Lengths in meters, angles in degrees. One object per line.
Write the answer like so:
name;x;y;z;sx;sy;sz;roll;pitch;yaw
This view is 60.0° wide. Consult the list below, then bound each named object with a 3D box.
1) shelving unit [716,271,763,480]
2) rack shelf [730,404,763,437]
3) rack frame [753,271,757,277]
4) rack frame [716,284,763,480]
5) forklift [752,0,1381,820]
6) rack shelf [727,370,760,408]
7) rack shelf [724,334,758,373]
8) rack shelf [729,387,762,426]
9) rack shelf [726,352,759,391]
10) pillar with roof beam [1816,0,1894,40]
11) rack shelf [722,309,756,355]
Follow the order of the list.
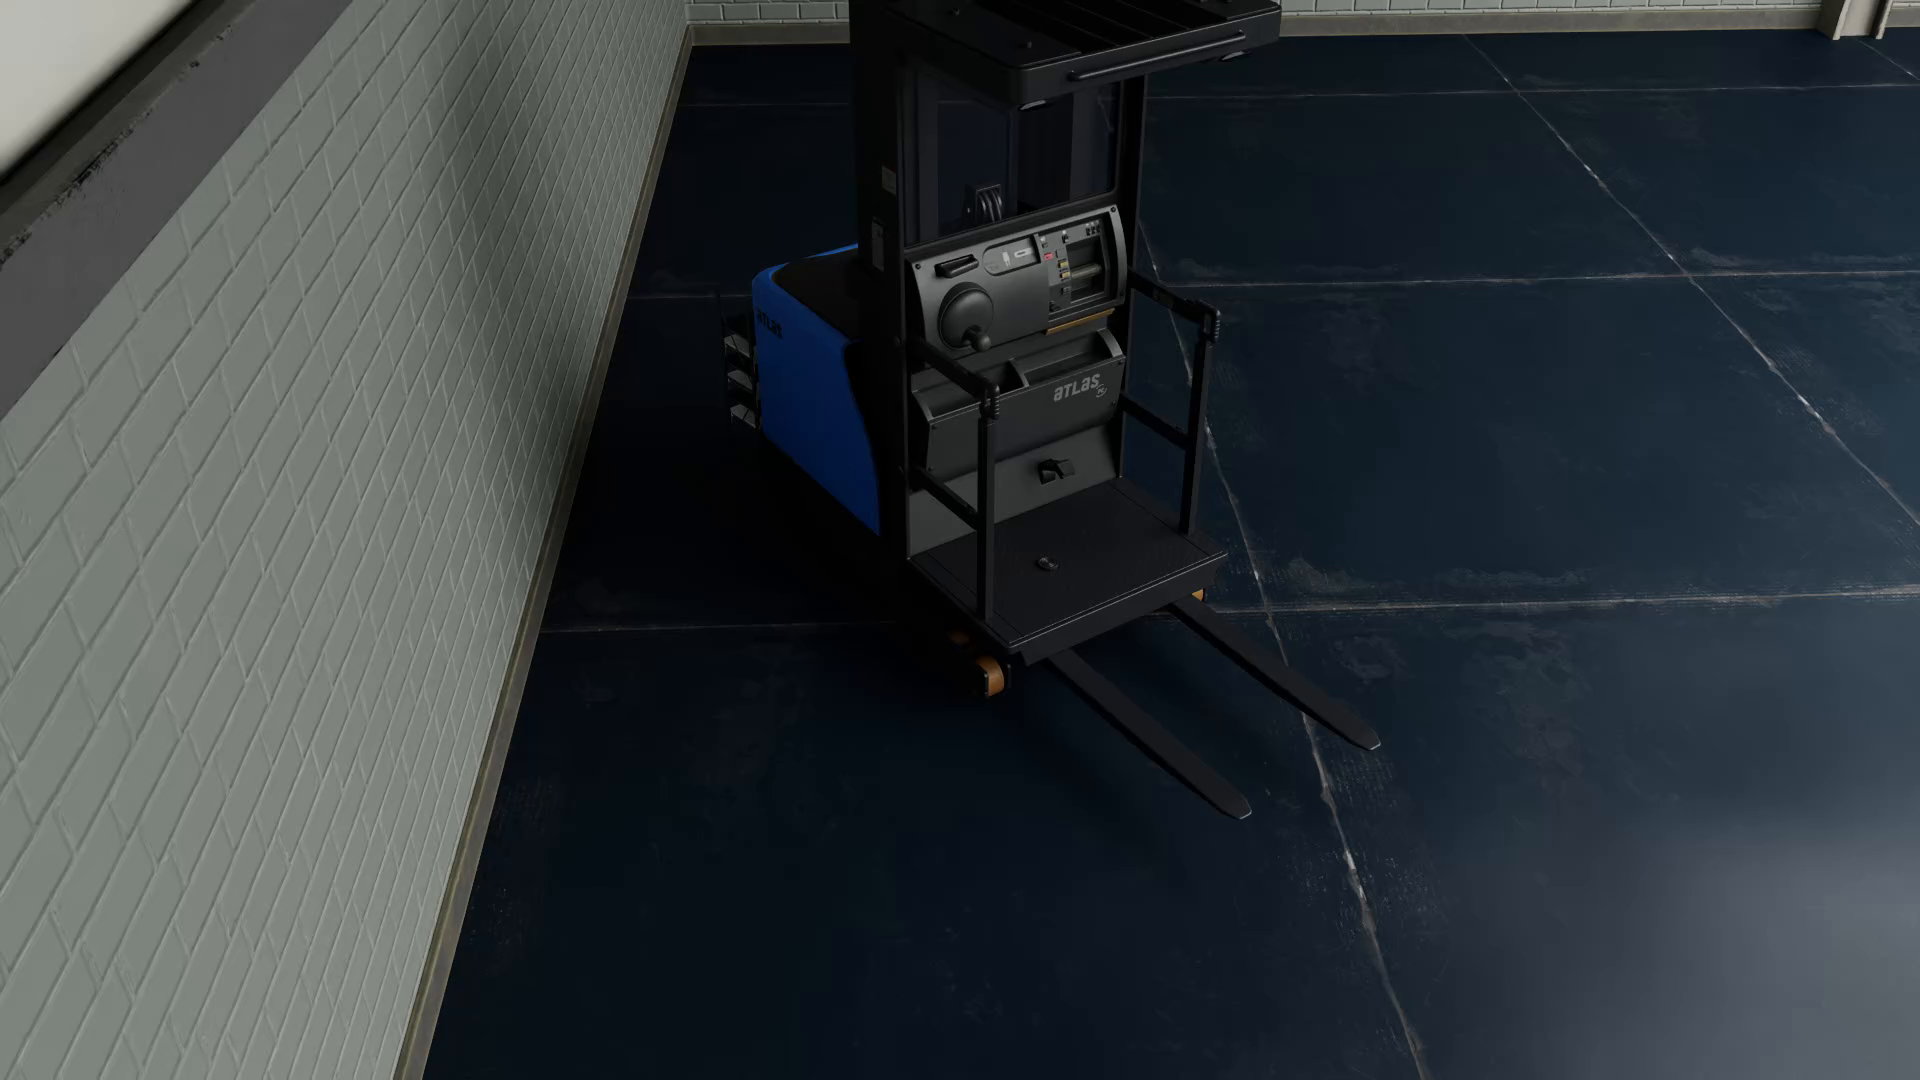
shelving unit;-0.913;-0.737;7.524;0.210;0.900;0.258;-27;43;-33
rack shelf;-0.913;-0.562;7.646;0.200;0.077;0.258;-27;43;-33
rack frame;-0.838;-0.776;7.580;0.006;0.900;0.240;-27;43;-33
rack frame;-0.989;-0.698;7.468;0.006;0.900;0.240;-27;43;-33
forklift;0.350;-0.912;5.993;1.130;2.935;3.031;-21;40;-28
rack shelf;-0.913;-0.710;7.543;0.200;0.077;0.258;-27;43;-33
rack shelf;-0.913;-0.858;7.441;0.200;0.077;0.258;-27;43;-33
rack shelf;-0.913;-0.636;7.594;0.200;0.077;0.258;-27;43;-33
rack shelf;-0.913;-0.784;7.492;0.200;0.077;0.258;-27;43;-33
pillar with roof beam;7.125;-5.208;6.867;0.400;9.000;9.100;-2;35;-2
rack shelf;-0.913;-0.932;7.389;0.200;0.077;0.258;-27;43;-33
